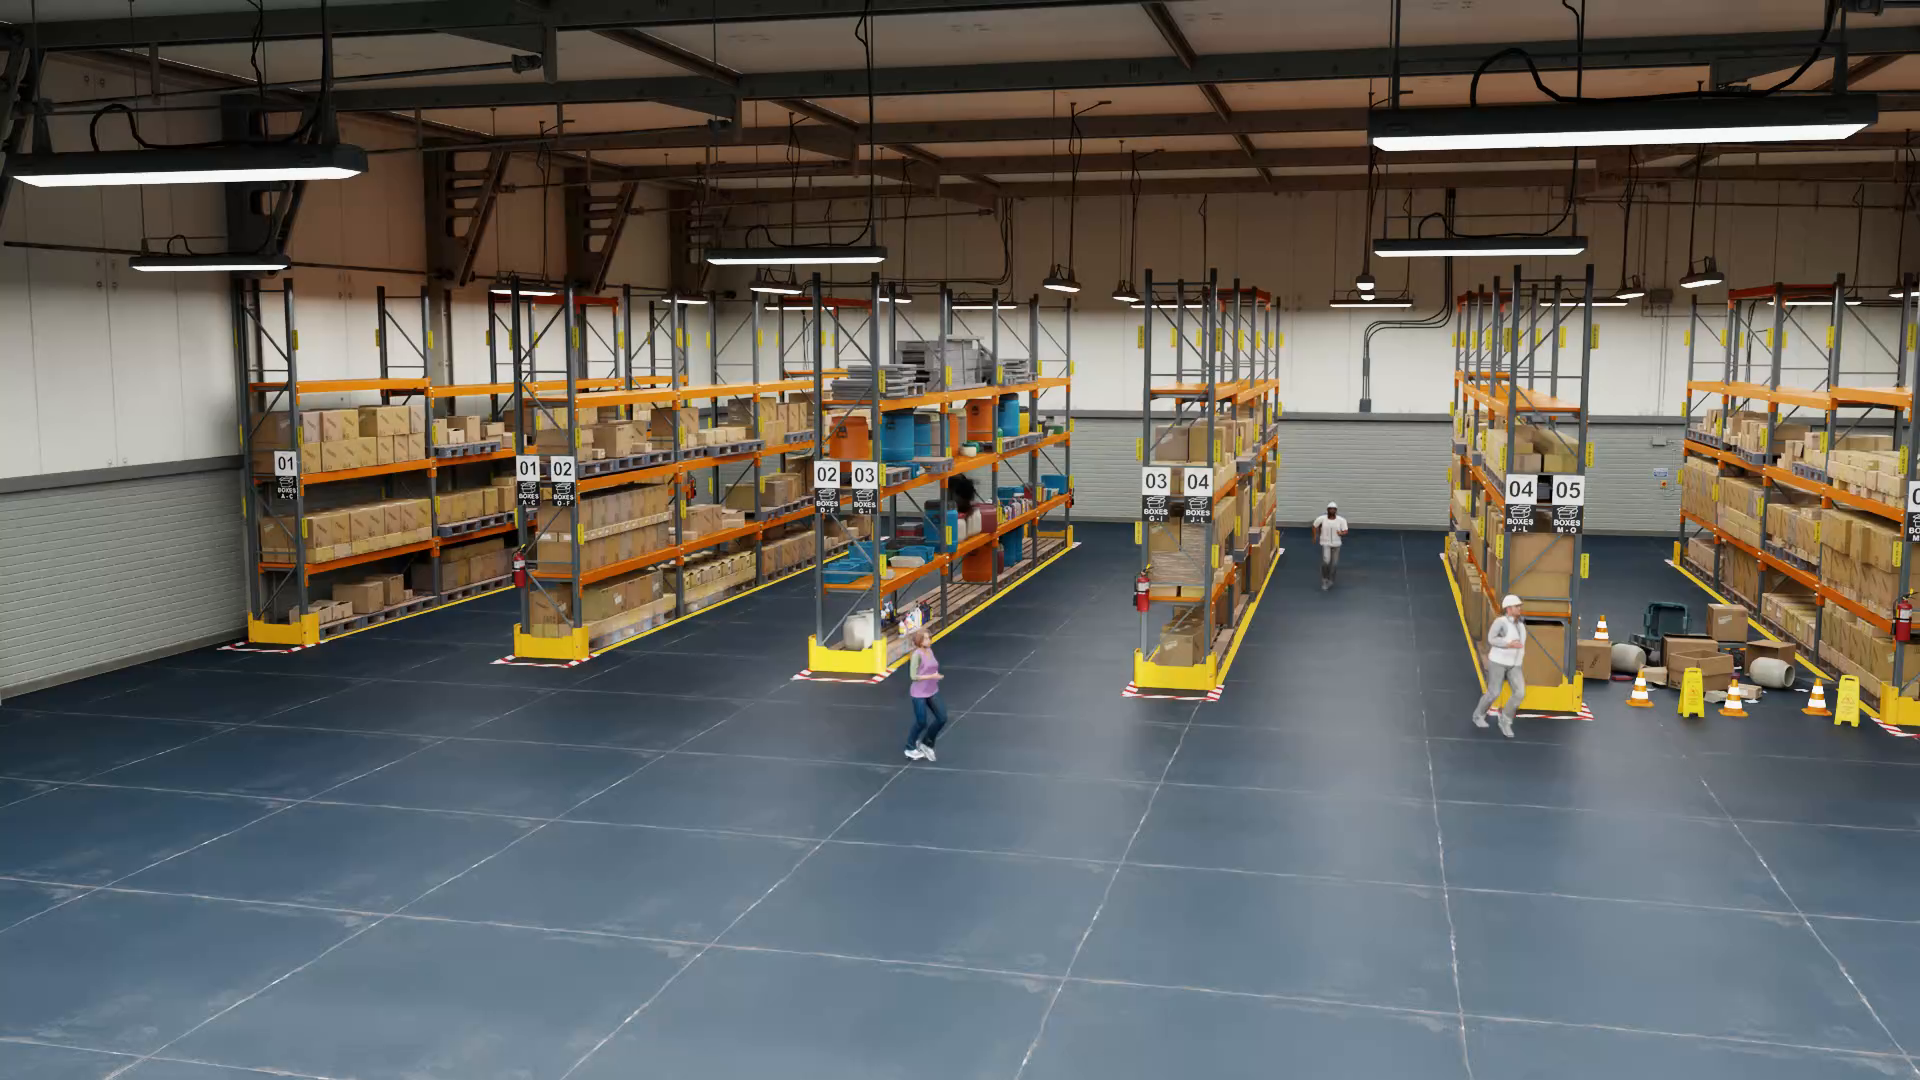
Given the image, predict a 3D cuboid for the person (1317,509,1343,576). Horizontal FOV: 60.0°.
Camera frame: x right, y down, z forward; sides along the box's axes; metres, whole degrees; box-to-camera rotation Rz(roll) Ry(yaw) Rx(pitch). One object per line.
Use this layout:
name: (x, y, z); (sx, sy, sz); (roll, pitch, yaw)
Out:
person: (7.729, 0.043, 34.740); (0.562, 1.609, 0.581); (1, 7, 12)

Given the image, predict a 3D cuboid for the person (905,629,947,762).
person: (-0.395, 1.857, 19.725); (0.625, 1.604, 0.515); (5, 9, 38)

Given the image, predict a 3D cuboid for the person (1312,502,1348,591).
person: (7.436, 0.135, 33.382); (0.671, 1.798, 0.728); (0, 7, 2)

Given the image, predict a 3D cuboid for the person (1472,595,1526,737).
person: (6.988, 1.607, 21.262); (0.651, 1.821, 0.709); (-3, 7, -23)
